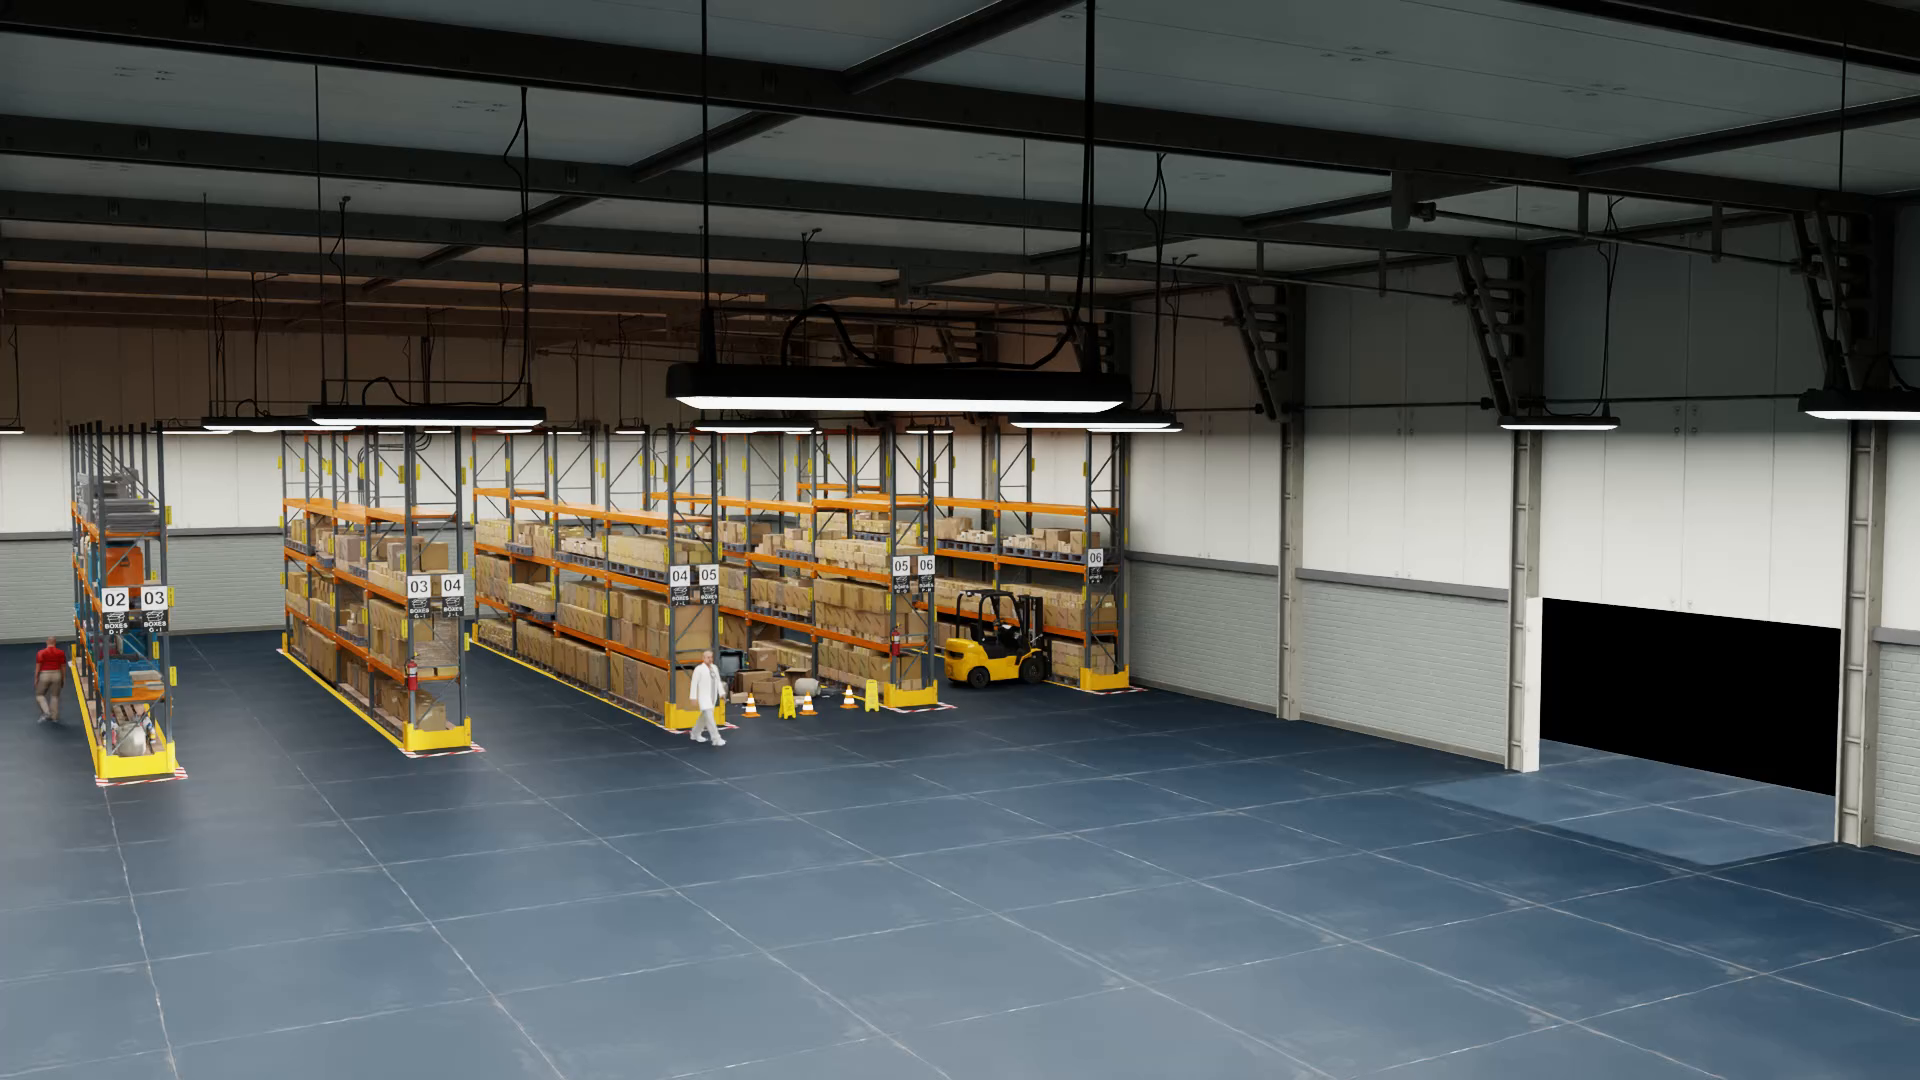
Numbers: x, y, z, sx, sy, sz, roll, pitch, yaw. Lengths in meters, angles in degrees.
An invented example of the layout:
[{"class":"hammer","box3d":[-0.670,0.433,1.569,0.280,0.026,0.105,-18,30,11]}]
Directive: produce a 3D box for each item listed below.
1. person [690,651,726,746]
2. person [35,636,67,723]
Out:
[{"class":"person","box3d":[-4.630,2.924,30.853,1.105,1.729,0.600,2,4,31]},{"class":"person","box3d":[-18.200,2.796,33.290,0.580,1.724,0.475,-3,5,-39]}]
